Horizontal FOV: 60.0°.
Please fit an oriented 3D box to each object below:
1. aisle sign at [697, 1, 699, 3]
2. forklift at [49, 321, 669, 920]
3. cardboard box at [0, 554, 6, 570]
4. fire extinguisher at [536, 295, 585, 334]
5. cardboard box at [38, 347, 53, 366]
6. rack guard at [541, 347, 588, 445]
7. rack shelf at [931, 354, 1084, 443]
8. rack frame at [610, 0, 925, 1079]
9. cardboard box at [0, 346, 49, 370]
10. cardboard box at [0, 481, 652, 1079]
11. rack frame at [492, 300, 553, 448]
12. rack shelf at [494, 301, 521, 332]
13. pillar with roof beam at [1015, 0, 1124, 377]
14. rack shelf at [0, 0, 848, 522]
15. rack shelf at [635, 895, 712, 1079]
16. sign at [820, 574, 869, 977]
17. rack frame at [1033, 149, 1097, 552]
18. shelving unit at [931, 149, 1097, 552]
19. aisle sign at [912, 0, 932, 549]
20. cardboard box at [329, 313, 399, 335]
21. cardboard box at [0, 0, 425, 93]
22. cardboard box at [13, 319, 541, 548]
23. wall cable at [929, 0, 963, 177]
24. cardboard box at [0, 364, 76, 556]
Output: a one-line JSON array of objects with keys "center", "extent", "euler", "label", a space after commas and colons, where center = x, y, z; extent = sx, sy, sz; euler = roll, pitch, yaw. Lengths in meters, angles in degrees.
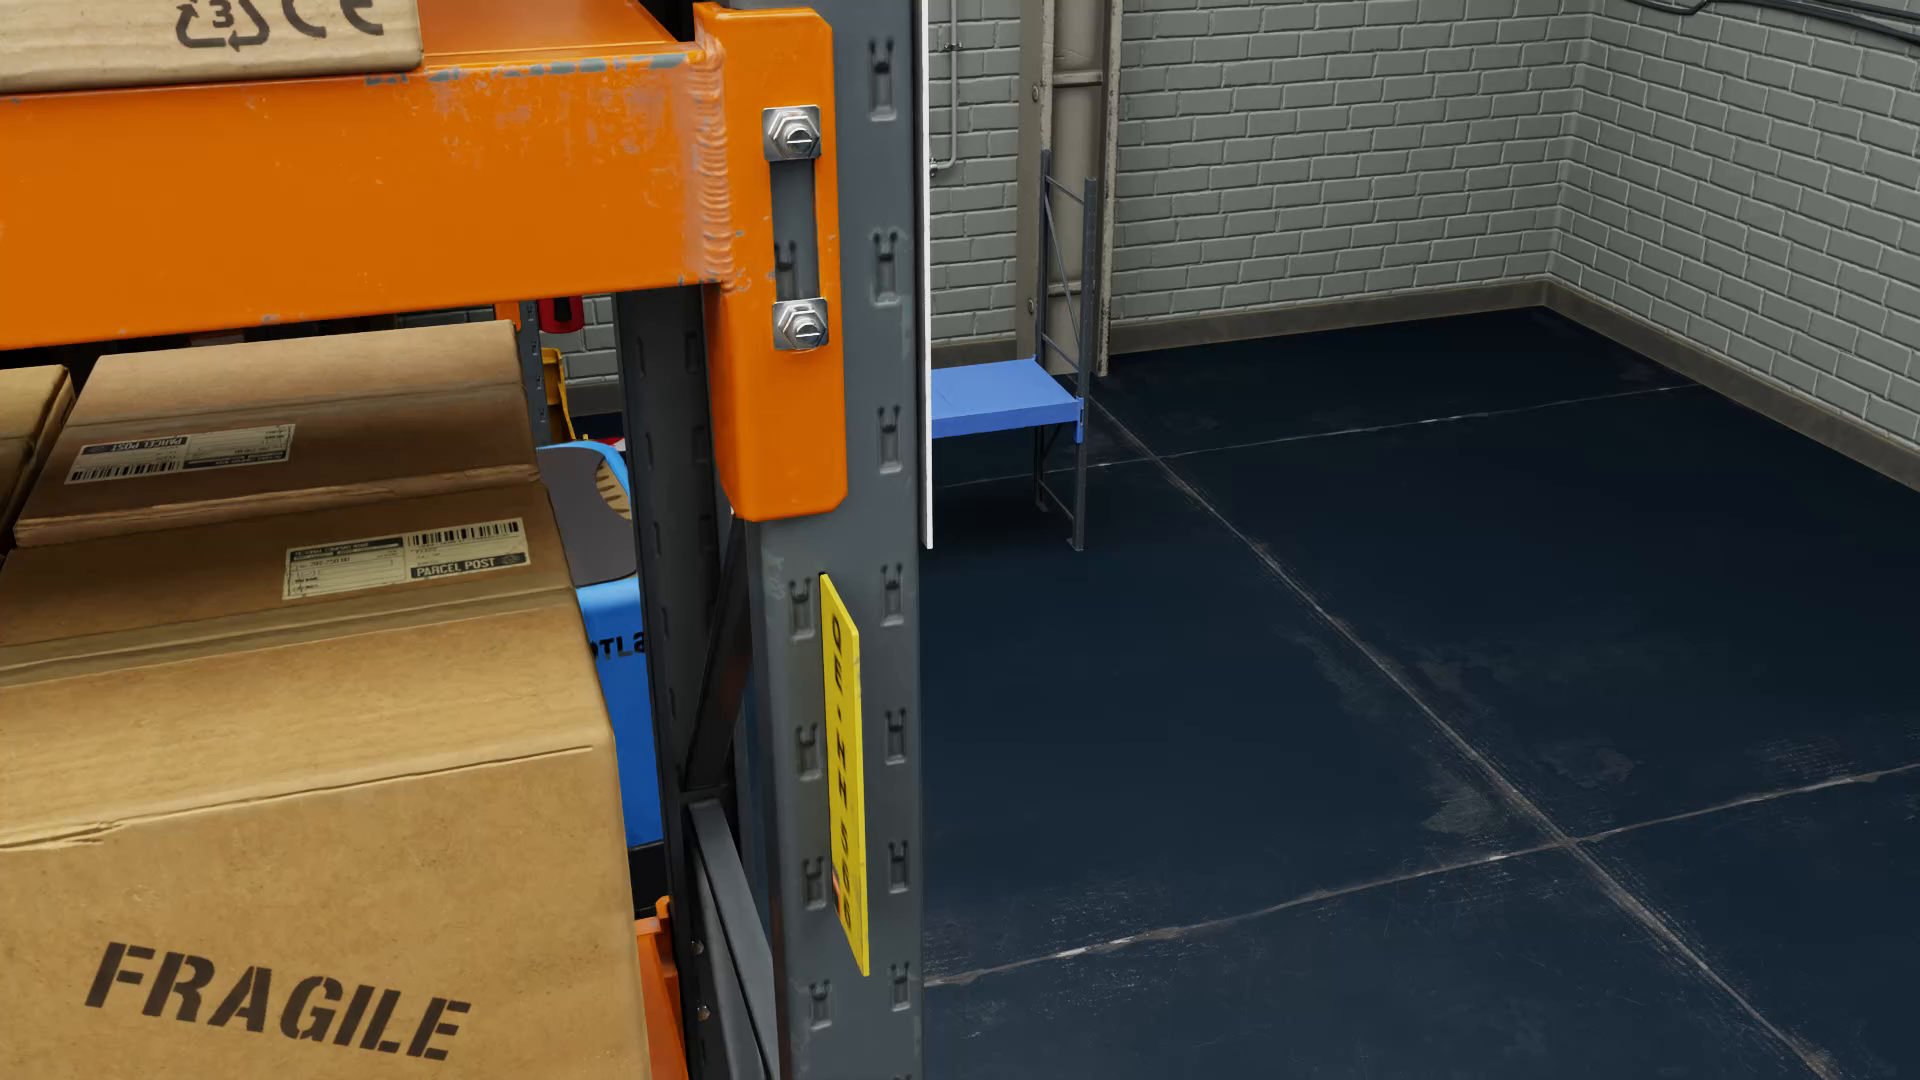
[{"center": [-0.271, -0.683, 1.828], "extent": [0.004, 0.787, 0.394], "euler": [-8, 28, -16], "label": "aisle sign"}, {"center": [-2.216, -0.202, 3.861], "extent": [3.031, 2.935, 1.130], "euler": [-11, 29, -21], "label": "forklift"}, {"center": [-1.063, 0.370, 1.394], "extent": [0.500, 0.500, 0.500], "euler": [-7, 27, -15], "label": "cardboard box"}, {"center": [-1.496, -1.103, 6.104], "extent": [0.183, 0.674, 0.296], "euler": [-8, 28, -16], "label": "fire extinguisher"}, {"center": [-3.321, -0.661, 6.318], "extent": [0.250, 0.149, 0.380], "euler": [-8, 27, -15], "label": "cardboard box"}, {"center": [-1.759, -0.362, 6.918], "extent": [0.348, 0.500, 1.175], "euler": [-8, 28, -16], "label": "rack guard"}, {"center": [-0.081, -0.499, 6.473], "extent": [1.000, 0.185, 0.538], "euler": [-8, 28, -16], "label": "rack shelf"}, {"center": [-0.246, 0.614, 2.140], "extent": [0.053, 2.616, 0.949], "euler": [-8, 28, -16], "label": "rack frame"}, {"center": [-3.565, -0.626, 6.246], "extent": [0.250, 0.149, 0.380], "euler": [-8, 27, -16], "label": "cardboard box"}, {"center": [-0.583, 0.300, 1.535], "extent": [0.500, 0.500, 0.500], "euler": [-8, 28, -17], "label": "cardboard box"}, {"center": [-1.782, -1.479, 6.355], "extent": [0.127, 3.000, 1.000], "euler": [-8, 28, -16], "label": "rack frame"}, {"center": [-3.684, -0.881, 5.961], "extent": [4.000, 0.370, 1.077], "euler": [-8, 28, -16], "label": "rack shelf"}, {"center": [1.850, -3.083, 2.840], "extent": [0.400, 9.000, 9.100], "euler": [-8, 28, -16], "label": "pillar with roof beam"}, {"center": [-2.146, -0.131, 1.076], "extent": [4.000, 0.370, 1.077], "euler": [-8, 28, -16], "label": "rack shelf"}, {"center": [-2.146, 1.213, 1.743], "extent": [4.000, 0.370, 1.077], "euler": [-8, 28, -16], "label": "rack shelf"}, {"center": [-0.092, 0.192, 1.332], "extent": [0.005, 0.325, 0.100], "euler": [-8, 28, -16], "label": "sign"}, {"center": [0.402, -0.730, 6.534], "extent": [0.032, 1.500, 0.500], "euler": [-8, 28, -16], "label": "rack frame"}, {"center": [-0.081, -0.660, 6.393], "extent": [1.048, 1.500, 0.538], "euler": [-8, 28, -16], "label": "shelving unit"}, {"center": [-0.085, -0.429, 1.317], "extent": [0.004, 0.787, 0.394], "euler": [-8, 28, -16], "label": "aisle sign"}, {"center": [-2.360, -0.801, 6.599], "extent": [0.250, 0.149, 0.380], "euler": [-8, 28, -16], "label": "cardboard box"}, {"center": [-0.652, -0.479, 1.137], "extent": [0.500, 0.250, 0.500], "euler": [-8, 28, -16], "label": "cardboard box"}, {"center": [-0.748, 0.072, 1.994], "extent": [0.500, 0.500, 0.500], "euler": [-7, 27, -15], "label": "cardboard box"}, {"center": [-0.858, -2.510, 7.290], "extent": [1.851, 1.984, 0.084], "euler": [-8, 28, -16], "label": "wall cable"}, {"center": [-1.243, 0.147, 1.843], "extent": [0.500, 0.500, 0.500], "euler": [-8, 27, -16], "label": "cardboard box"}]
